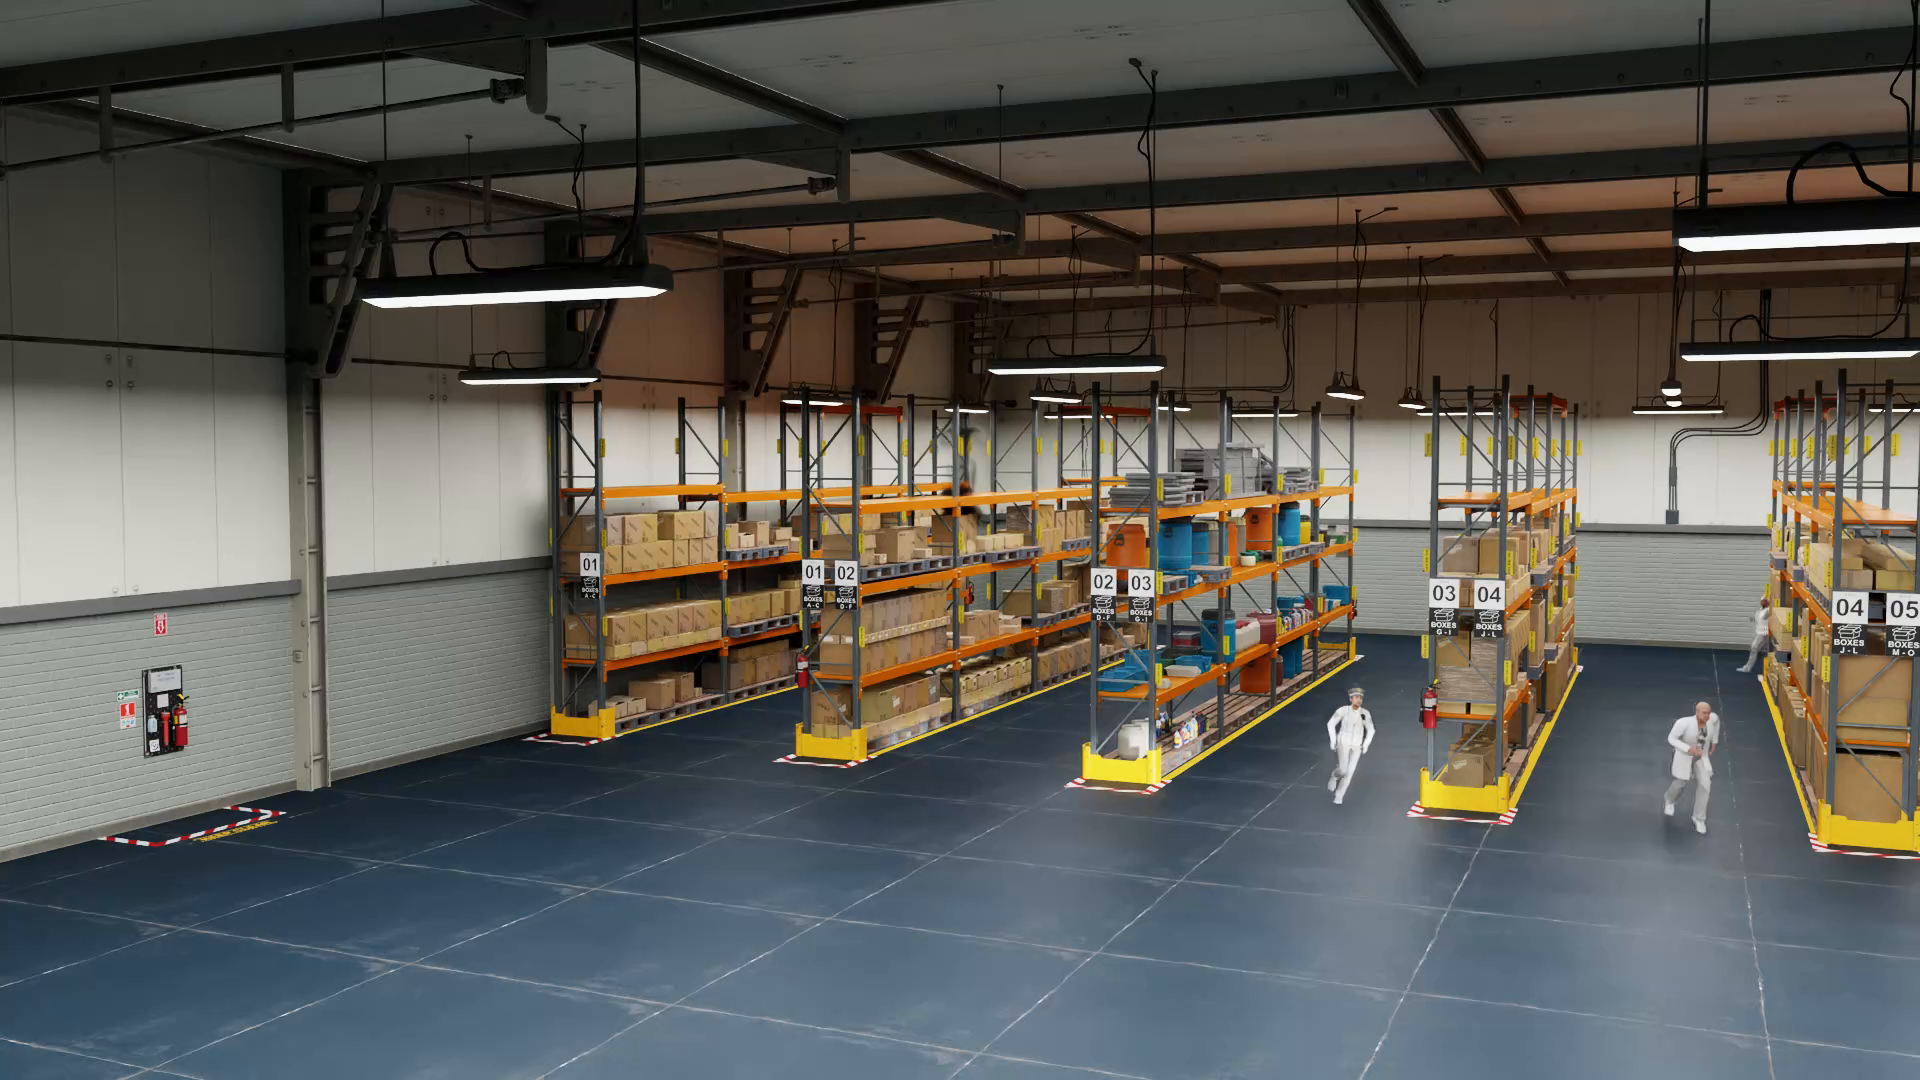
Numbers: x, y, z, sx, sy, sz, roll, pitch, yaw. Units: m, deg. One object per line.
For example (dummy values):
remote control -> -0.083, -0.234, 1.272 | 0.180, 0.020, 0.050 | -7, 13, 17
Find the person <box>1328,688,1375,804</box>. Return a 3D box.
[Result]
person -> 5.546, 2.892, 23.521 | 0.649, 1.618, 0.515 | 0, 3, 2

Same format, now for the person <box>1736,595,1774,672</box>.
person -> 17.734, 2.064, 36.765 | 1.022, 1.749, 0.724 | 1, 3, 15

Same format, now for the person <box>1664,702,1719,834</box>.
person -> 9.663, 2.960, 22.073 | 0.753, 1.745, 1.055 | 0, 3, -5
